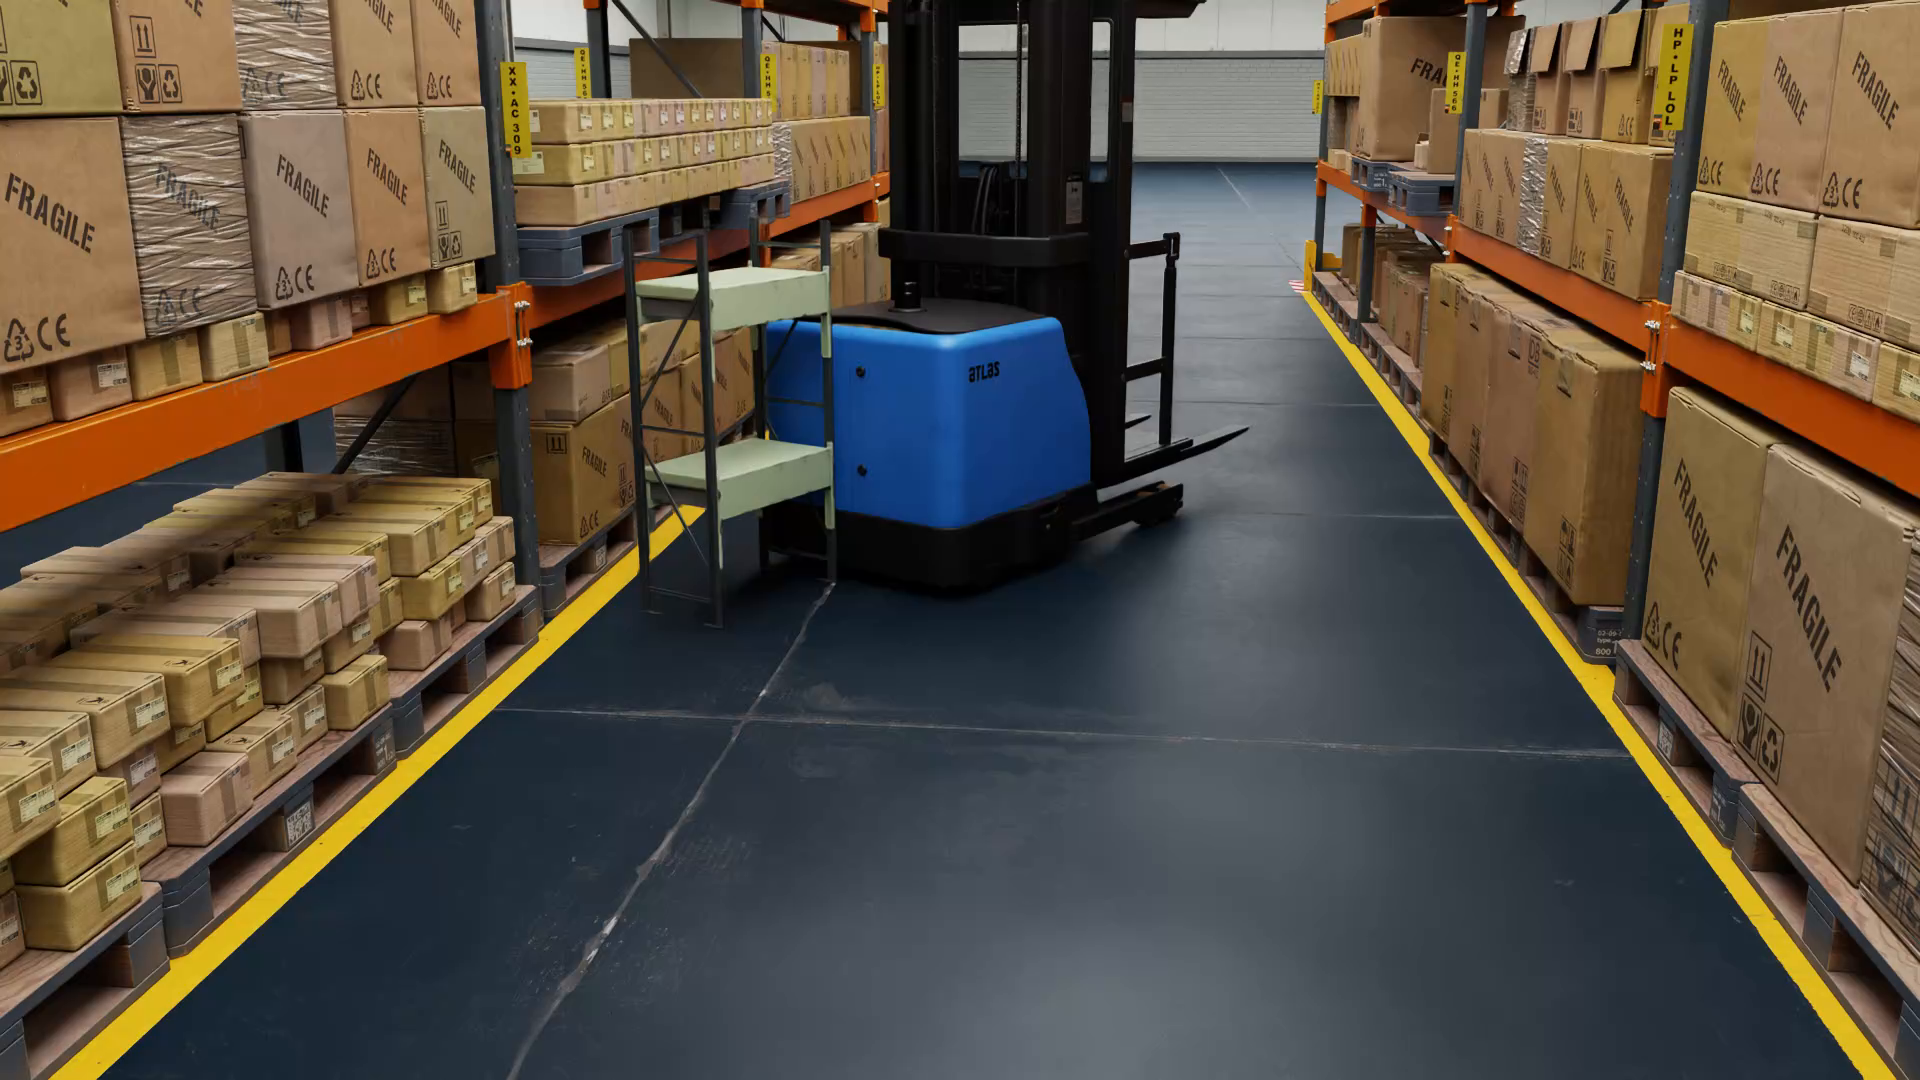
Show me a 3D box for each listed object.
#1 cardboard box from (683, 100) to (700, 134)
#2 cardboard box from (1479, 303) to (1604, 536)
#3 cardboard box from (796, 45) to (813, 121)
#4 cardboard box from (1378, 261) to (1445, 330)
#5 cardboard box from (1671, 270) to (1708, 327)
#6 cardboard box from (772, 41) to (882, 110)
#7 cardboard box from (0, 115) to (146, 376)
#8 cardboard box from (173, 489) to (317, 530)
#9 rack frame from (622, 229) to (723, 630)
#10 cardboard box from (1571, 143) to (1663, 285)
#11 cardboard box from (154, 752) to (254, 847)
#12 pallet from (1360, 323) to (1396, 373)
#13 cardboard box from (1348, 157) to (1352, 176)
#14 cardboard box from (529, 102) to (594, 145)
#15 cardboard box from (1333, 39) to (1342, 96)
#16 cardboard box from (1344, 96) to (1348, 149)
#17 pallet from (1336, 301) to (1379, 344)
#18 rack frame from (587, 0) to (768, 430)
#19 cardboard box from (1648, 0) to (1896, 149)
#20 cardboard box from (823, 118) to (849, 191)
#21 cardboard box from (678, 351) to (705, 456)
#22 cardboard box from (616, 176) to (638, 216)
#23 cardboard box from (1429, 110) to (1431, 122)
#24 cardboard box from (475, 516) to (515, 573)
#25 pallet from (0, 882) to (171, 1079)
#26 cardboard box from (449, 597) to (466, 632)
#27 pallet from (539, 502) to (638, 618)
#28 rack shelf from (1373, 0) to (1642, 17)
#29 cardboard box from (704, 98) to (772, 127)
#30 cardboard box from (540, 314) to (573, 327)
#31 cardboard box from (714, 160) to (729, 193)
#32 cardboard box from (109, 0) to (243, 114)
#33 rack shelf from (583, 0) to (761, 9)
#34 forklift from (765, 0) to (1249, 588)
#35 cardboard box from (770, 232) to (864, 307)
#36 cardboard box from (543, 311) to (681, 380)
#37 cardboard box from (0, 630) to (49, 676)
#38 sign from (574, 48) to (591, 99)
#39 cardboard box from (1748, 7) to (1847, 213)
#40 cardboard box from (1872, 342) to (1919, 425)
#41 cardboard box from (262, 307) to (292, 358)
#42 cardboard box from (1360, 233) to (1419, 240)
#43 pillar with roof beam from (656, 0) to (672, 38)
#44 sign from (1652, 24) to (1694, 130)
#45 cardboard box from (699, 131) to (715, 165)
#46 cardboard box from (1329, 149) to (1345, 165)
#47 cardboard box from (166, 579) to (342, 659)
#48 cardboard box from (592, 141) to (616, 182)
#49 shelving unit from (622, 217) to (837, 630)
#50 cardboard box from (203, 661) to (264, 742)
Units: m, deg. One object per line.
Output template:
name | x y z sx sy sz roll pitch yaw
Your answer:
cardboard box | -1.432 -1.972 7.744 0.380 0.149 0.250 2 15 8
cardboard box | 2.964 -0.512 7.076 1.225 0.875 0.875 1 15 4
cardboard box | -1.425 -3.190 11.608 0.700 0.500 0.500 2 15 6
cardboard box | 3.623 -1.859 12.735 0.700 0.500 0.500 1 15 2
cardboard box | 2.447 -0.749 5.165 0.380 0.149 0.250 2 15 6
cardboard box | -1.127 -3.872 13.880 0.875 0.550 0.550 2 15 6
cardboard box | -2.129 -0.638 3.514 0.500 0.500 0.500 2 15 7
cardboard box | -2.440 -0.070 5.691 0.380 0.149 0.250 2 15 9
rack frame | -1.087 -0.409 6.301 0.400 1.500 0.023 10 18 32
cardboard box | 2.655 -1.243 6.319 0.500 0.500 0.500 2 15 8
cardboard box | -2.024 0.646 4.182 0.380 0.149 0.250 1 15 4
pallet | 3.628 -1.464 12.670 1.003 0.211 1.213 2 15 6
cardboard box | 3.489 -3.151 14.048 0.380 0.149 0.250 2 15 6
cardboard box | -1.604 -1.566 6.245 0.380 0.149 0.250 2 15 9
cardboard box | 3.714 -4.330 15.251 0.500 0.500 0.500 2 15 6
cardboard box | 4.139 -3.966 15.821 0.875 0.500 0.500 2 15 6
pallet | 3.755 -1.841 14.065 1.003 0.211 1.213 2 15 6
rack frame | -1.654 -2.147 9.854 1.000 3.000 0.127 2 15 6
cardboard box | 2.875 -1.635 5.849 0.797 0.503 0.637 1 15 5
cardboard box | -1.110 -2.827 12.178 0.500 0.500 0.500 2 15 7
cardboard box | -1.575 -0.692 8.459 0.500 0.500 0.500 1 15 4
cardboard box | -1.547 -1.416 6.829 0.380 0.149 0.250 2 15 7
cardboard box | 3.610 -2.812 11.312 0.797 0.503 0.637 3 15 12
cardboard box | -1.825 0.012 5.959 0.380 0.149 0.250 2 15 7
pallet | -2.422 1.045 3.393 1.003 0.211 1.213 2 15 6
cardboard box | -1.924 0.241 5.681 0.380 0.149 0.250 2 15 8
pallet | -2.019 0.035 7.128 1.003 0.211 1.213 2 15 6
rack shelf | 3.488 -3.594 10.837 1.077 0.370 4.000 2 15 6
cardboard box | -1.254 -2.375 9.234 0.380 0.149 0.250 1 15 4
cardboard box | -2.156 -0.938 7.933 0.500 0.250 0.500 1 15 4
cardboard box | -1.372 -1.821 8.327 0.380 0.149 0.250 1 15 4
cardboard box | -2.057 -1.252 3.870 0.500 0.500 0.500 1 15 4
rack shelf | -1.880 -2.729 7.638 1.077 0.370 4.000 2 15 6
forklift | 0.429 -1.548 7.771 1.130 2.935 3.031 11 18 34
cardboard box | -1.296 -1.887 12.399 1.050 0.750 0.750 2 15 6
cardboard box | -1.640 -0.921 7.870 0.500 0.250 0.500 2 15 8
cardboard box | -2.554 0.334 4.198 0.380 0.149 0.250 1 15 4
sign | -2.206 -2.721 9.760 0.100 0.325 0.005 2 15 6
cardboard box | 2.440 -1.126 4.360 0.500 0.500 0.500 2 15 6
cardboard box | 2.273 -0.344 3.670 0.380 0.149 0.250 1 15 5
cardboard box | -2.052 -0.567 4.495 0.380 0.149 0.250 1 15 5
cardboard box | 3.955 -2.566 15.389 0.500 0.500 0.500 3 15 11
pillar with roof beam | -3.925 -14.882 45.460 9.100 9.000 0.400 2 15 6
sign | 2.271 -1.471 5.289 0.100 0.325 0.005 2 15 6
cardboard box | -1.401 -1.895 8.032 0.380 0.149 0.250 2 15 8
cardboard box | 3.806 -3.732 16.199 0.380 0.149 0.250 2 15 6
cardboard box | -1.961 0.218 4.628 0.380 0.149 0.250 1 15 4
cardboard box | -1.577 -1.490 6.533 0.380 0.149 0.250 1 15 5
shelving unit | -0.889 -0.489 6.598 0.431 1.500 0.755 10 18 32
cardboard box | -2.114 0.418 4.456 0.380 0.149 0.250 2 15 9
